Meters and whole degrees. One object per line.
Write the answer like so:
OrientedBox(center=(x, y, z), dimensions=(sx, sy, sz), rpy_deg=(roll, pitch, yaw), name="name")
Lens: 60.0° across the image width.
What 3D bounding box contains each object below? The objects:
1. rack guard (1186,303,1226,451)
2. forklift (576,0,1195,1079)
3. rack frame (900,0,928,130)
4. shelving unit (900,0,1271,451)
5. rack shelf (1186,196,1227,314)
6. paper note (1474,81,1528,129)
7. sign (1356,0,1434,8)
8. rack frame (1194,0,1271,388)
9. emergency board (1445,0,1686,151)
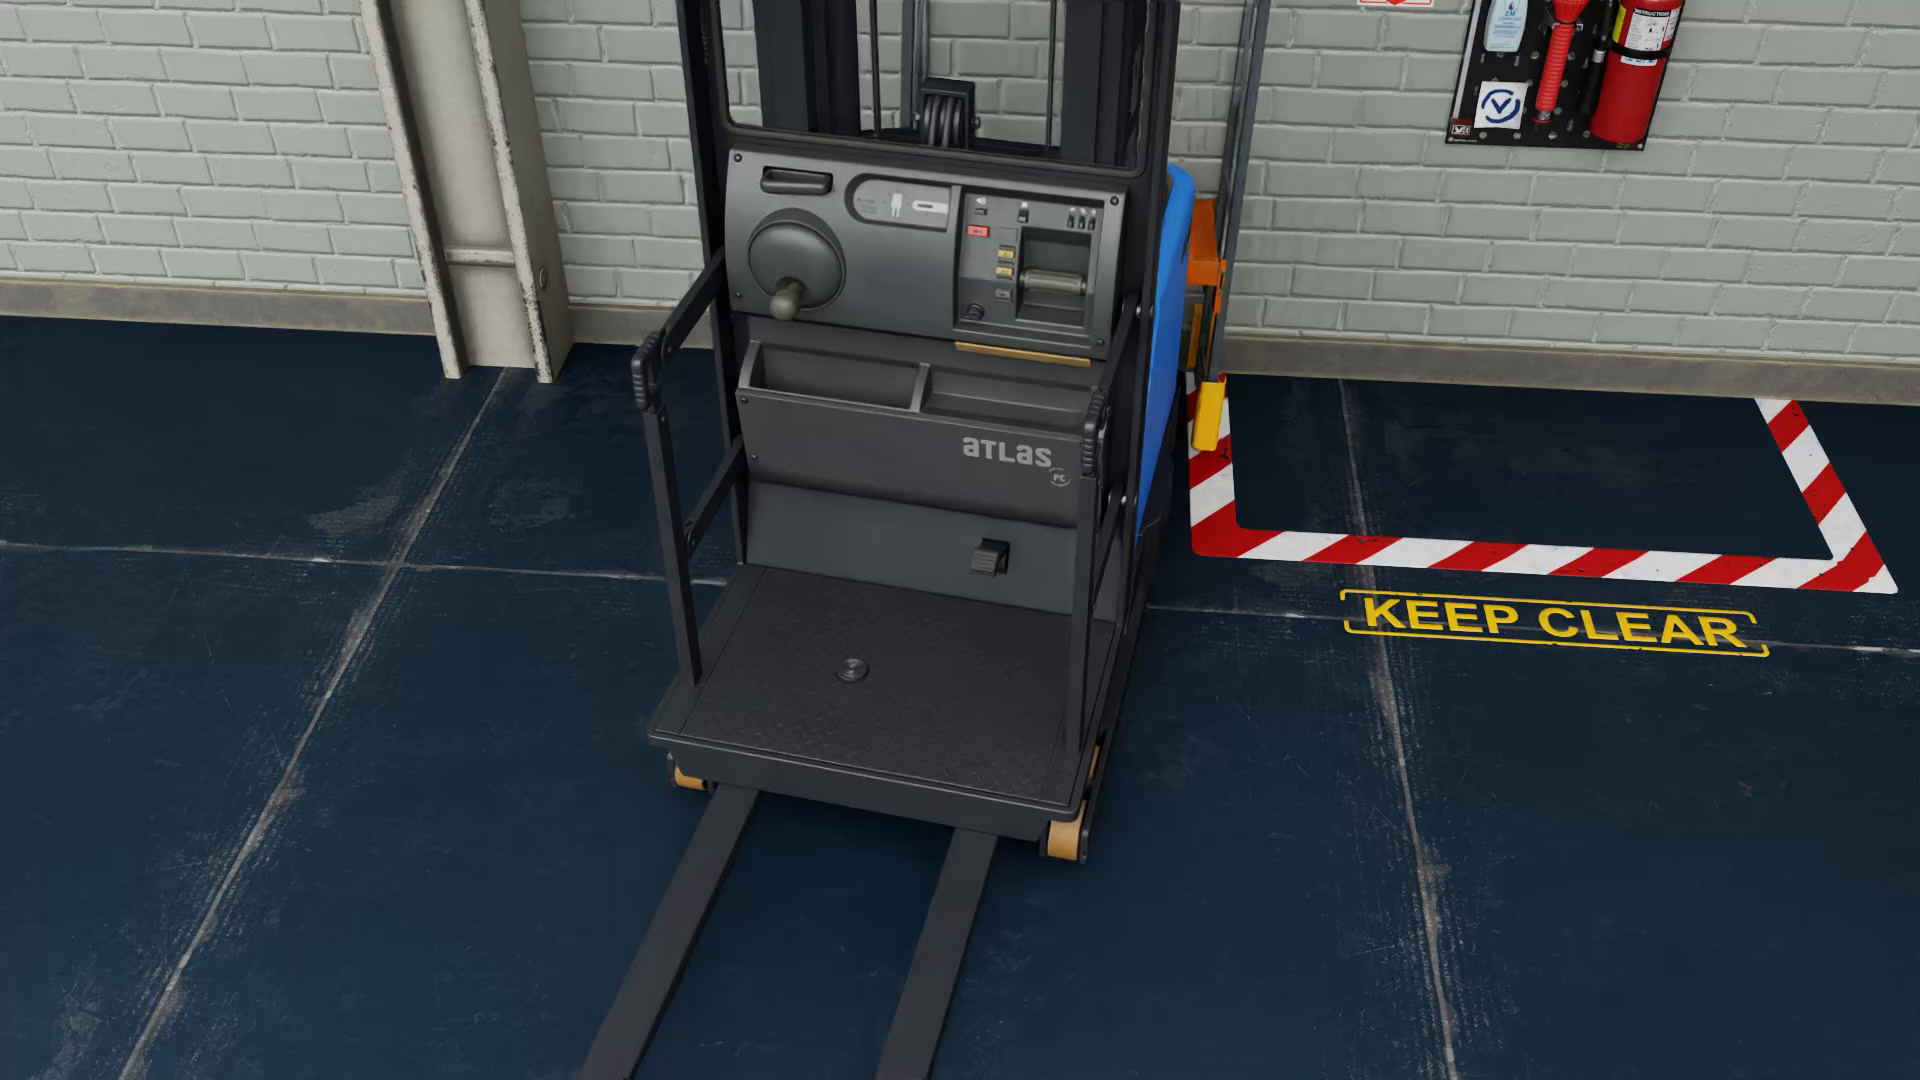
OrientedBox(center=(0.834, -0.561, 5.654), dimensions=(0.087, 0.250, 0.587), rpy_deg=(5, 34, 3), name="rack guard")
OrientedBox(center=(-0.141, -0.590, 3.654), dimensions=(1.130, 2.935, 3.031), rpy_deg=(9, 40, 11), name="forklift")
OrientedBox(center=(-0.153, -1.160, 5.355), dimensions=(0.032, 1.500, 0.500), rpy_deg=(5, 34, 3), name="rack frame")
OrientedBox(center=(0.362, -1.119, 5.330), dimensions=(1.083, 1.500, 0.587), rpy_deg=(5, 34, 3), name="shelving unit")
OrientedBox(center=(0.346, -0.970, 5.430), dimensions=(1.000, 0.185, 0.538), rpy_deg=(5, 34, 3), name="rack shelf")
OrientedBox(center=(1.711, -1.375, 5.261), dimensions=(0.142, 0.148, 0.016), rpy_deg=(3, 39, 4), name="paper note")
OrientedBox(center=(1.340, -1.772, 5.023), dimensions=(0.234, 0.329, 0.001), rpy_deg=(3, 39, 4), name="sign")
OrientedBox(center=(0.859, -1.079, 5.305), dimensions=(0.032, 1.500, 0.500), rpy_deg=(5, 34, 3), name="rack frame")
OrientedBox(center=(1.882, -1.663, 4.917), dimensions=(0.643, 1.169, 0.194), rpy_deg=(3, 39, 4), name="emergency board")
